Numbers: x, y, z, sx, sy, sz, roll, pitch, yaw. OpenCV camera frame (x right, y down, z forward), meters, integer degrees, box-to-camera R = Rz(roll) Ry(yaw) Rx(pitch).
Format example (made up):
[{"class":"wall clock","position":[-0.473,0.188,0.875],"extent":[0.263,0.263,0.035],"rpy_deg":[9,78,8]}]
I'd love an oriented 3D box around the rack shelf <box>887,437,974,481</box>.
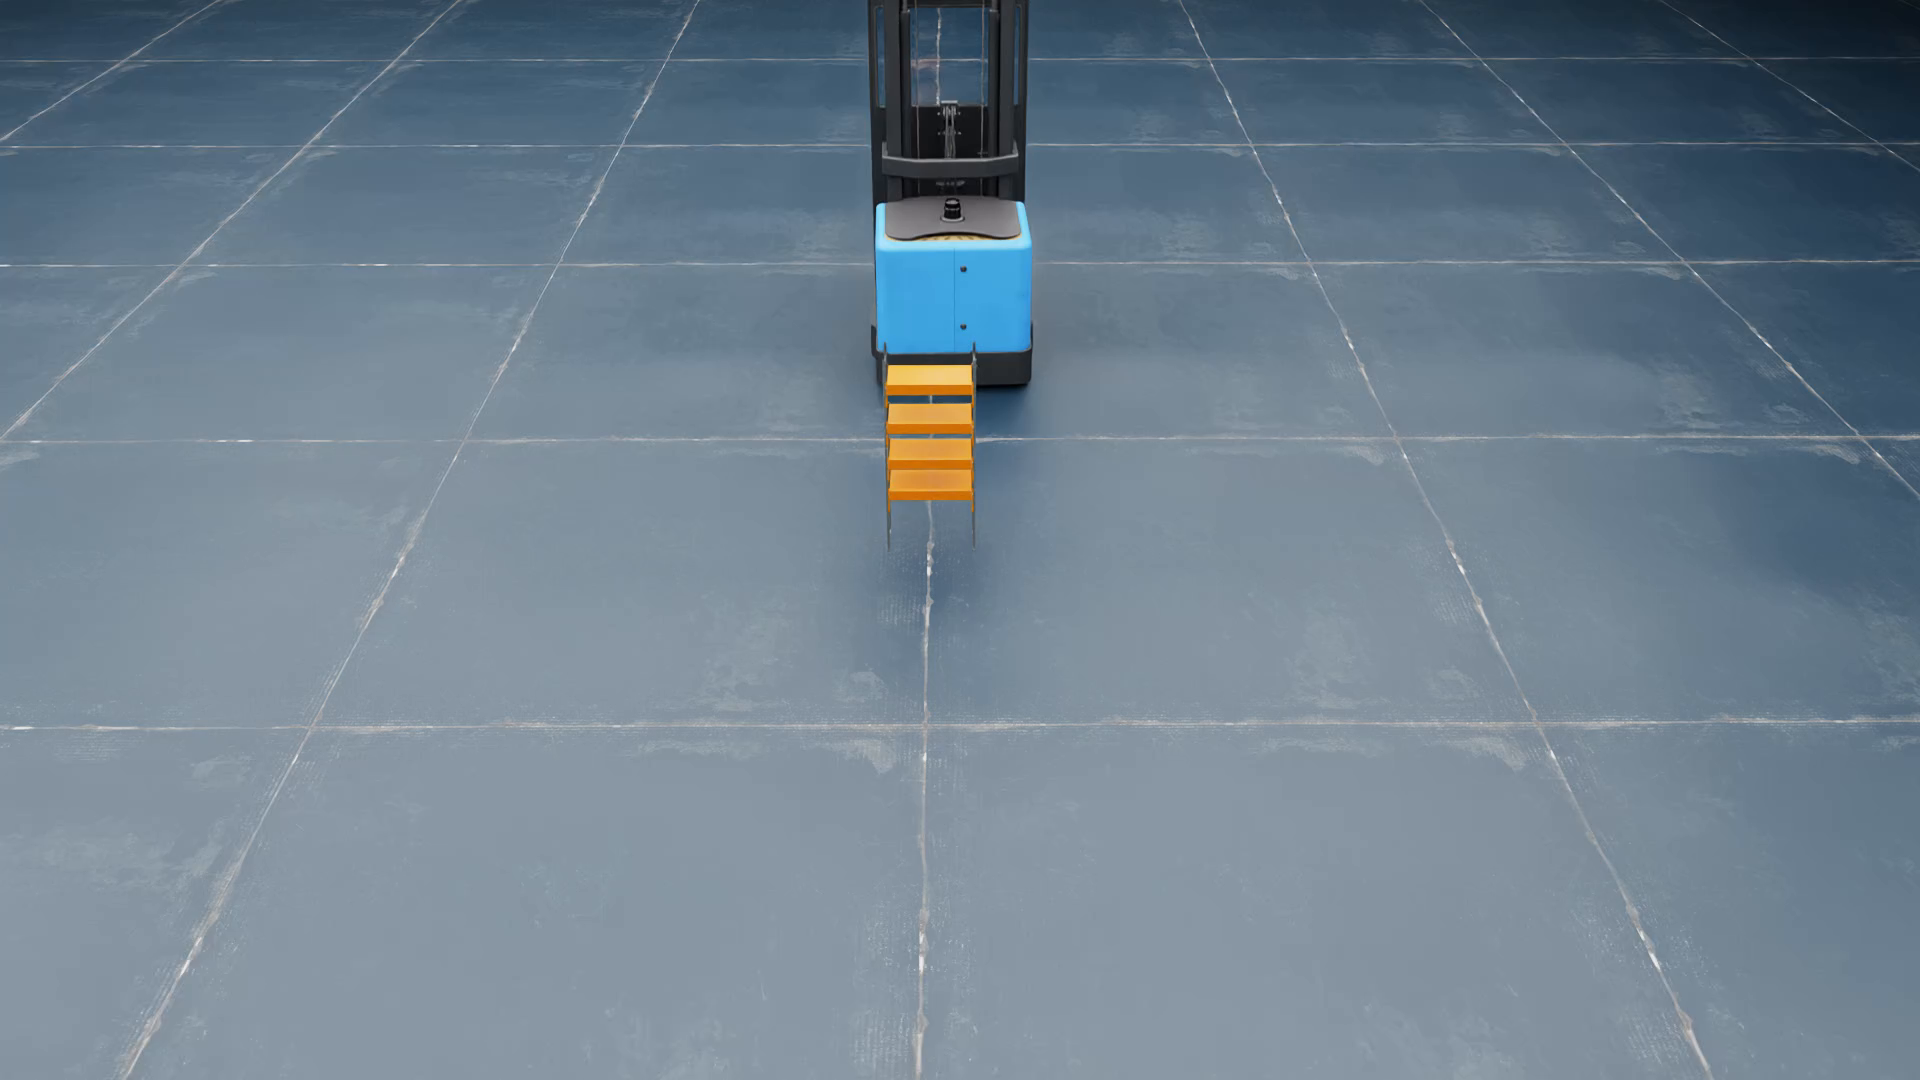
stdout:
[{"class":"rack shelf","position":[-0.166,-0.455,9.362],"extent":[0.480,0.148,0.258],"rpy_deg":[0,31,0]}]

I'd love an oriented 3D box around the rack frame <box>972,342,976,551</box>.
[{"class":"rack frame","position":[0.078,-0.513,9.328],"extent":[0.015,1.200,0.240],"rpy_deg":[0,31,0]}]

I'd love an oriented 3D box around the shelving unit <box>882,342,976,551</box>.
[{"class":"shelving unit","position":[-0.166,-0.512,9.327],"extent":[0.503,1.200,0.258],"rpy_deg":[0,31,0]}]

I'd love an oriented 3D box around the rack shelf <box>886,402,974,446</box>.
[{"class":"rack shelf","position":[-0.166,-0.646,9.246],"extent":[0.480,0.148,0.258],"rpy_deg":[0,31,0]}]

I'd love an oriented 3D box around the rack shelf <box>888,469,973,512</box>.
[{"class":"rack shelf","position":[-0.166,-0.285,9.465],"extent":[0.480,0.148,0.258],"rpy_deg":[0,31,0]}]

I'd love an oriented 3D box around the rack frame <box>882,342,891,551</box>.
[{"class":"rack frame","position":[-0.410,-0.512,9.326],"extent":[0.015,1.200,0.240],"rpy_deg":[0,31,0]}]

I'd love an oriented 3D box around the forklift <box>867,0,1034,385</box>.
[{"class":"forklift","position":[-0.090,-3.019,11.789],"extent":[1.130,2.935,3.031],"rpy_deg":[-1,31,-2]}]

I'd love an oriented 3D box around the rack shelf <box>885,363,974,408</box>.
[{"class":"rack shelf","position":[-0.166,-0.848,9.123],"extent":[0.480,0.148,0.258],"rpy_deg":[0,31,0]}]
